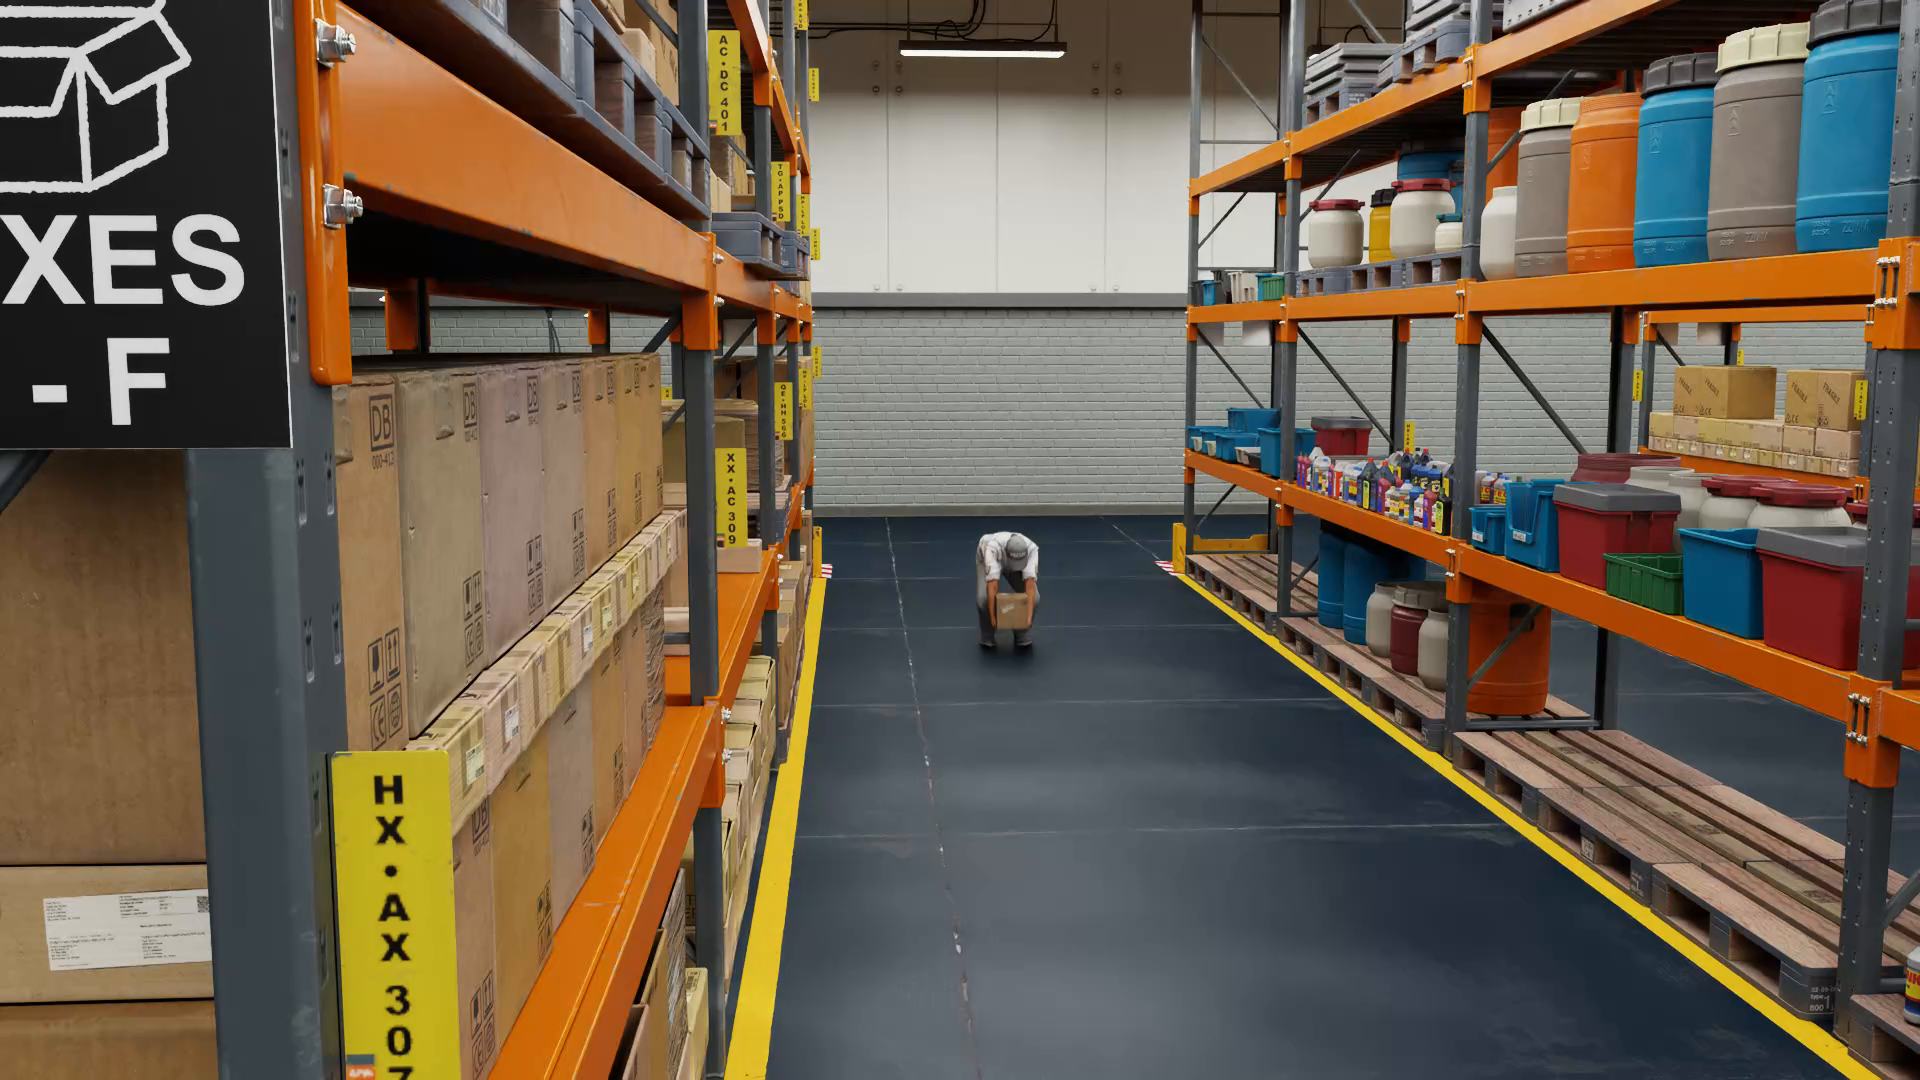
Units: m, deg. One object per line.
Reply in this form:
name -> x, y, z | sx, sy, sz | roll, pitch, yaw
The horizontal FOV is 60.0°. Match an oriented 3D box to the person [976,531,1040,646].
person -> 0.377, 0.396, 13.433 | 0.500, 0.959, 0.935 | -1, 7, -6
